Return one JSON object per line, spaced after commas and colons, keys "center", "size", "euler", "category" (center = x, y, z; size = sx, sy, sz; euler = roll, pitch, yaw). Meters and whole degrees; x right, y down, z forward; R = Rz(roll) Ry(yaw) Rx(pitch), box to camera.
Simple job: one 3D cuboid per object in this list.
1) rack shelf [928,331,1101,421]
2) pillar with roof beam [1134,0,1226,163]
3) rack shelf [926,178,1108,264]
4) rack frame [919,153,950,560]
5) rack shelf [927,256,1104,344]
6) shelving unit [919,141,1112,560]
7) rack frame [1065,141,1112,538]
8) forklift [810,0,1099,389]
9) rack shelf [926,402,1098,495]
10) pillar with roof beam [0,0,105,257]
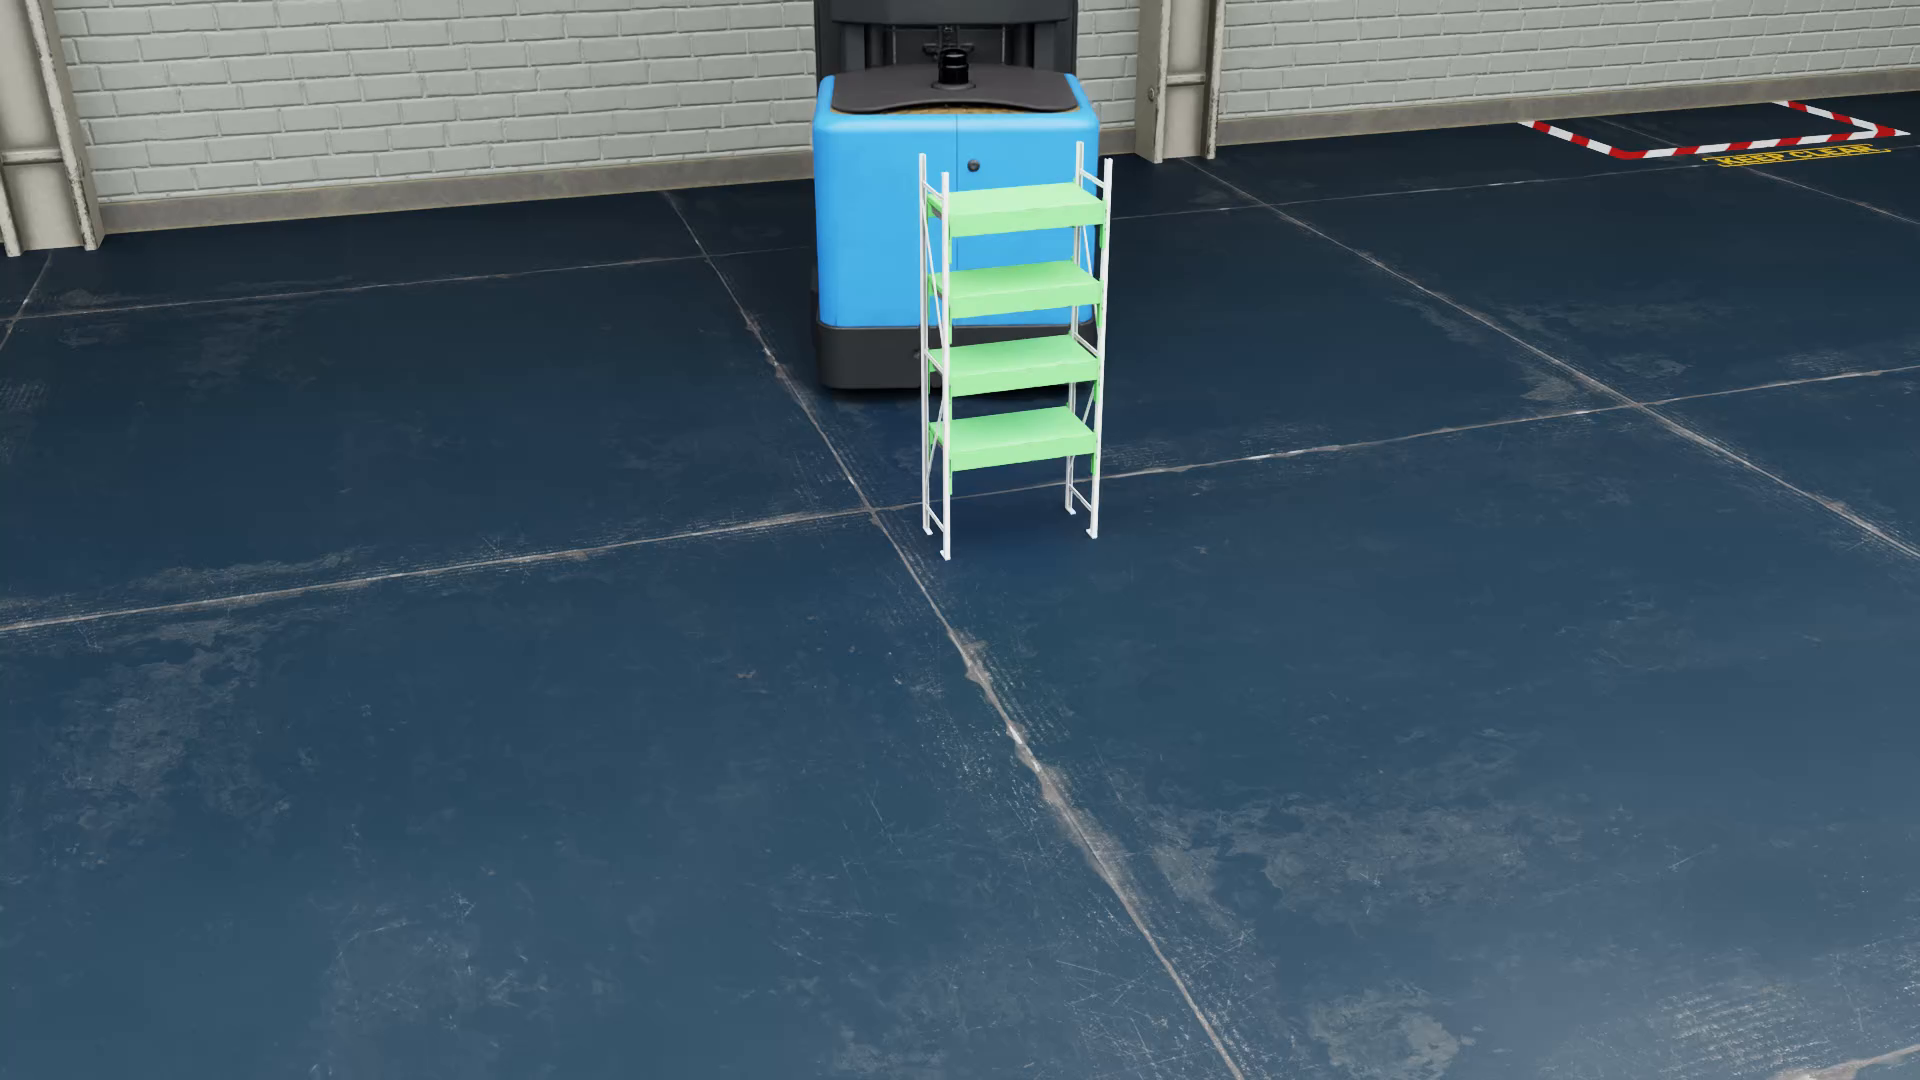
{"center": [0.157, -0.503, 5.058], "size": [0.480, 0.148, 0.258], "euler": [-8, 28, -16], "category": "rack shelf"}
{"center": [2.599, -4.491, 4.176], "size": [0.400, 9.000, 9.100], "euler": [-8, 28, -16], "category": "pillar with roof beam"}
{"center": [0.157, -0.933, 4.844], "size": [0.480, 0.148, 0.258], "euler": [-8, 28, -16], "category": "rack shelf"}
{"center": [-0.075, -0.527, 4.961], "size": [0.015, 1.200, 0.240], "euler": [-8, 28, -16], "category": "rack frame"}
{"center": [0.157, -0.718, 4.951], "size": [0.480, 0.148, 0.258], "euler": [-8, 28, -16], "category": "rack shelf"}
{"center": [0.157, -0.560, 5.029], "size": [0.503, 1.200, 0.258], "euler": [-8, 28, -16], "category": "shelving unit"}
{"center": [0.389, -0.594, 5.097], "size": [0.015, 1.200, 0.240], "euler": [-8, 28, -16], "category": "rack frame"}
{"center": [-0.068, -2.493, 6.976], "size": [1.130, 2.935, 3.031], "euler": [-1, 26, -2], "category": "forklift"}
{"center": [0.157, -0.288, 5.164], "size": [0.480, 0.148, 0.258], "euler": [-8, 28, -16], "category": "rack shelf"}
{"center": [-3.106, -3.665, 2.512], "size": [0.400, 9.000, 9.100], "euler": [-8, 28, -16], "category": "pillar with roof beam"}
